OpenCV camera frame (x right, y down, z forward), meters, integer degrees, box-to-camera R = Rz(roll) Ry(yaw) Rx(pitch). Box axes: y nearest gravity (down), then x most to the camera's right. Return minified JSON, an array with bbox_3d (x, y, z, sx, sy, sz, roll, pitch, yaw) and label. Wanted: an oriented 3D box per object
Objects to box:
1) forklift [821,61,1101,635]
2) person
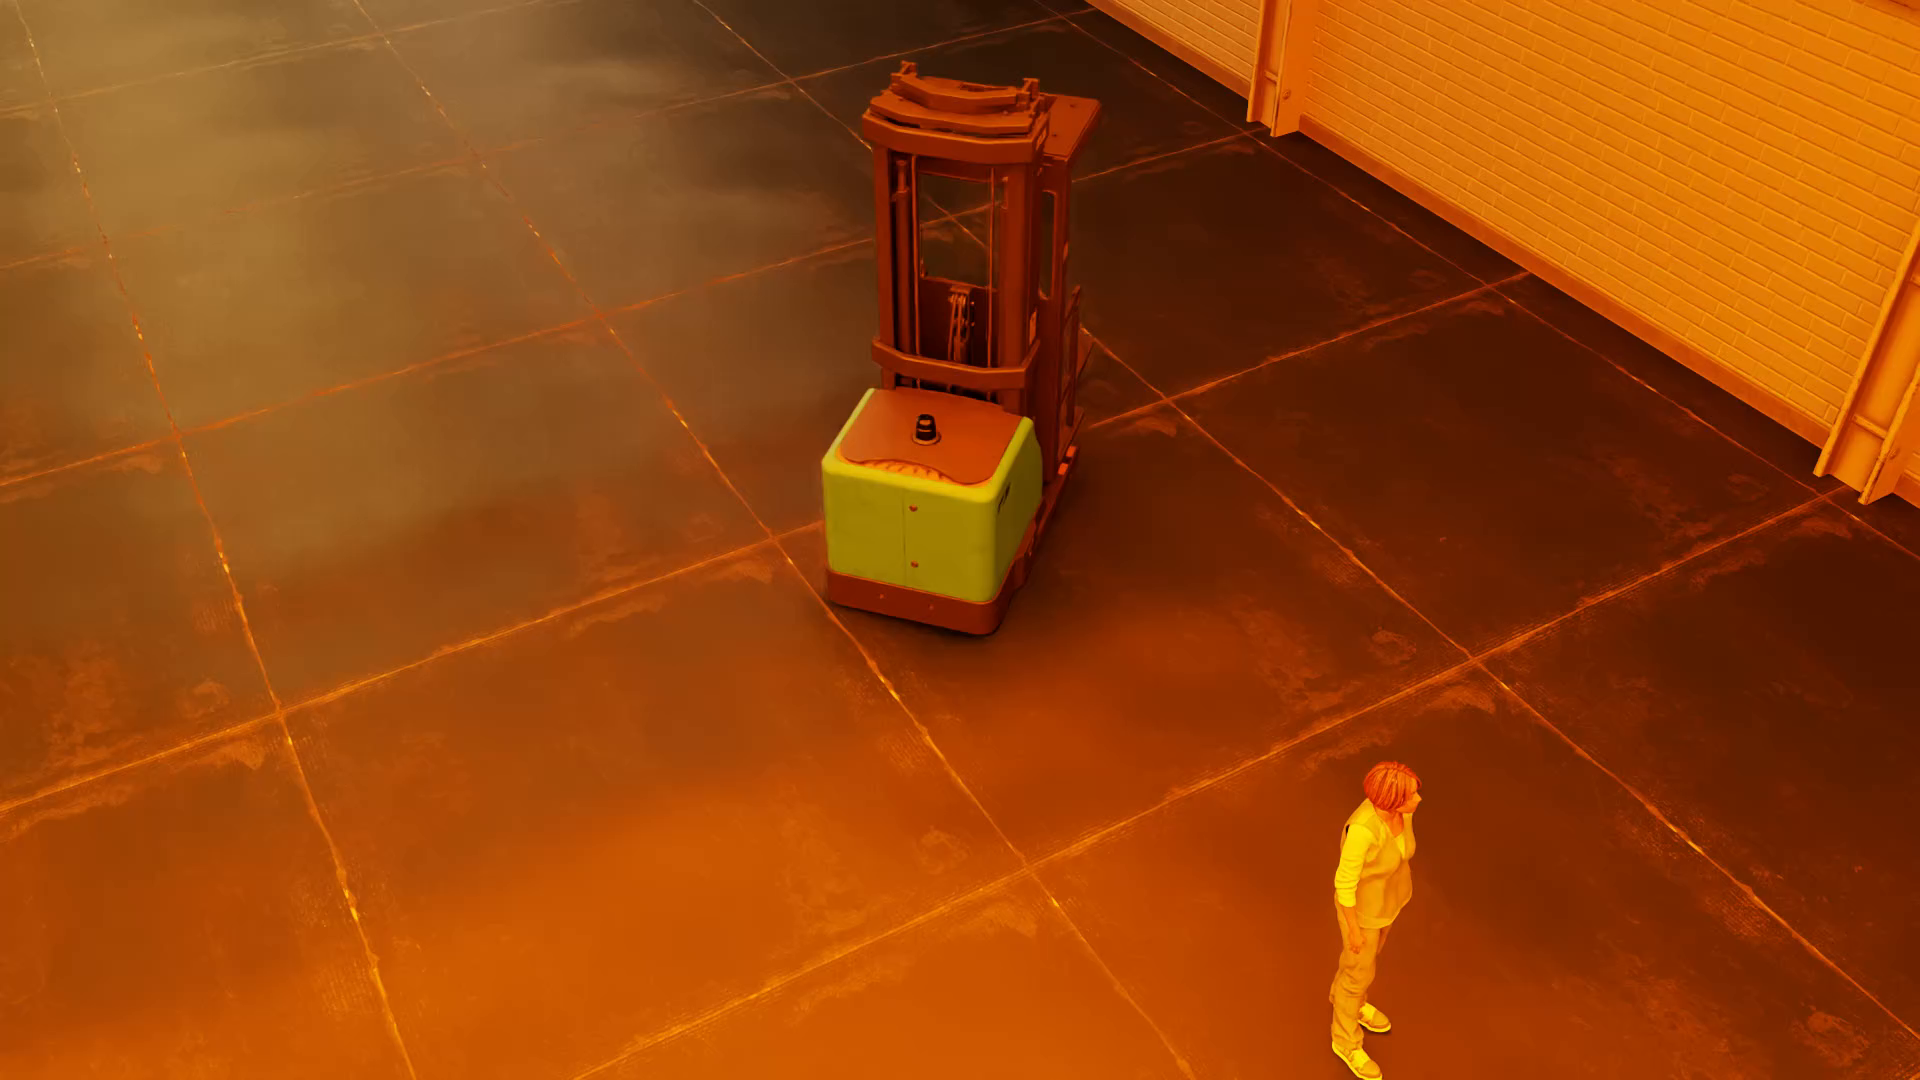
[{"bbox_3d":[0.153,-1.532,9.883,1.130,2.935,3.031,12,41,14],"label":"forklift"},{"bbox_3d":[1.829,1.611,7.148,0.474,1.572,0.519,28,47,30],"label":"person"}]
